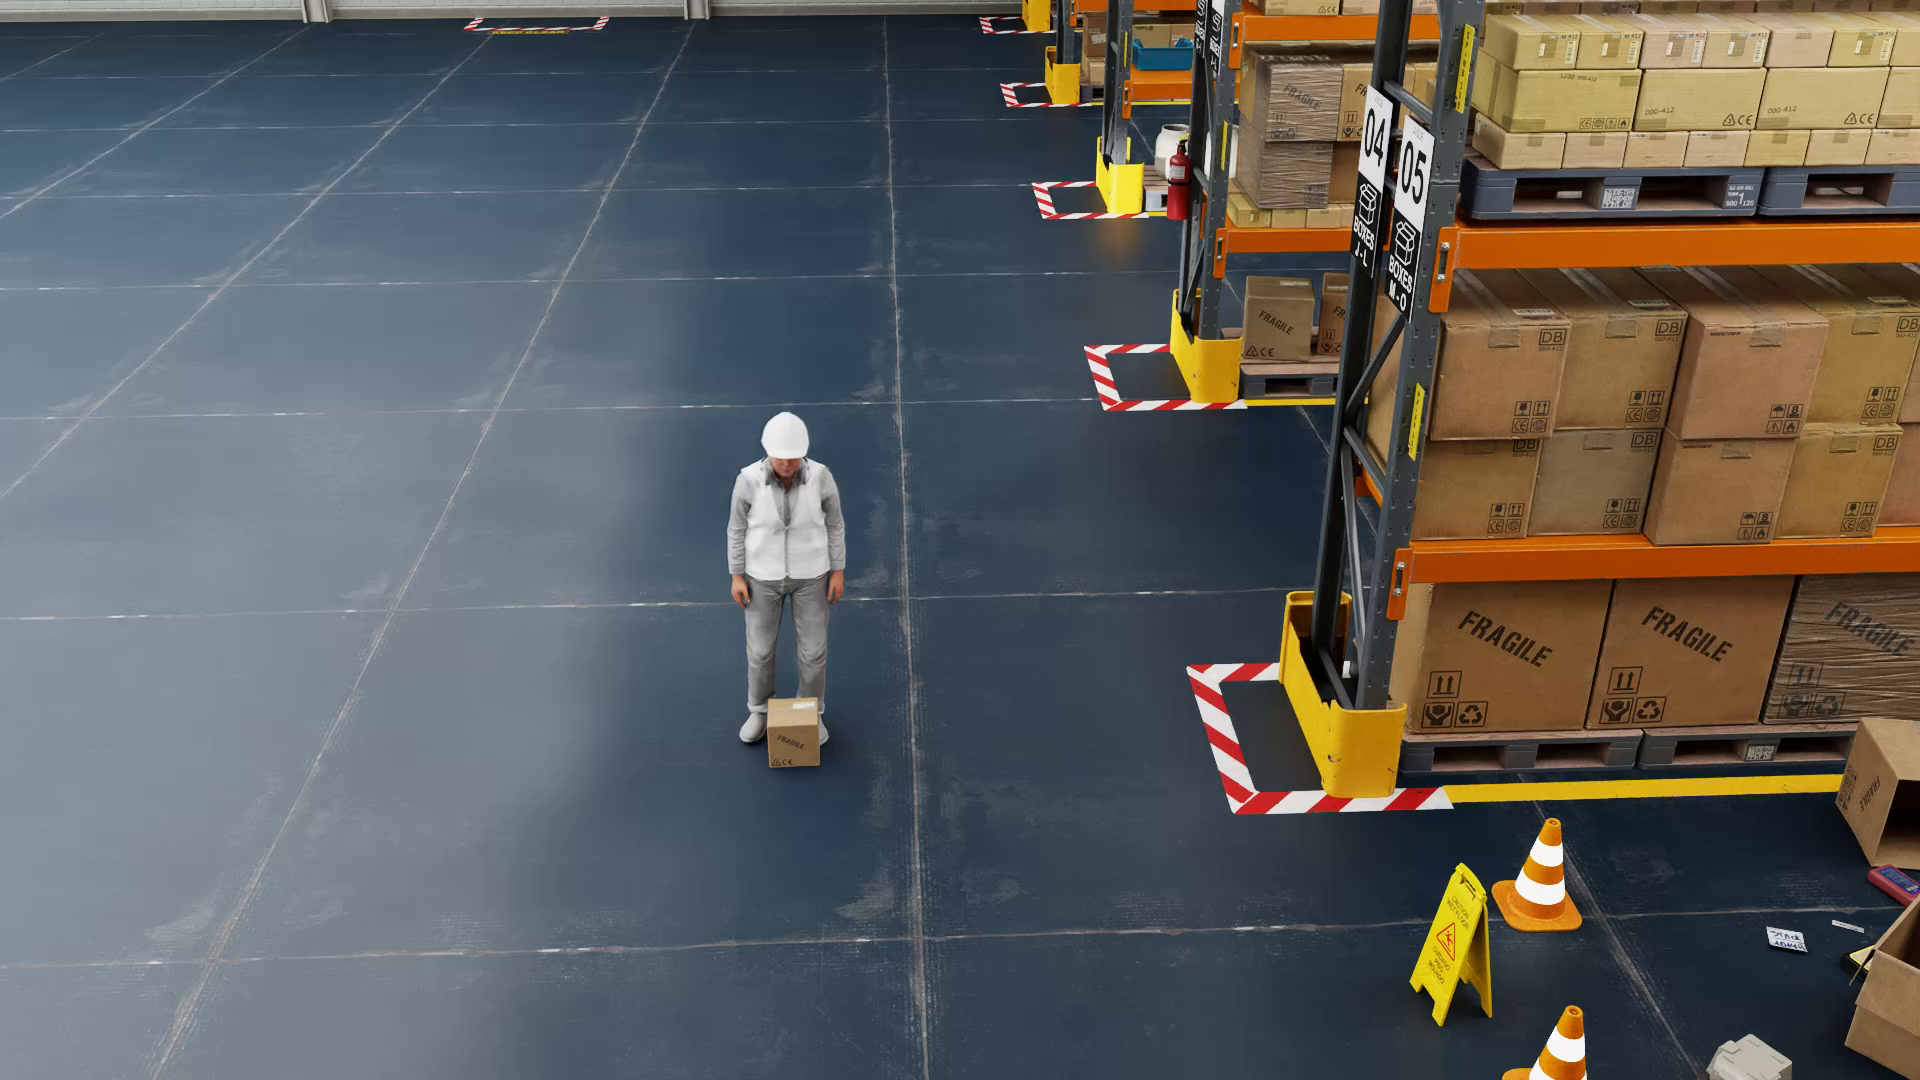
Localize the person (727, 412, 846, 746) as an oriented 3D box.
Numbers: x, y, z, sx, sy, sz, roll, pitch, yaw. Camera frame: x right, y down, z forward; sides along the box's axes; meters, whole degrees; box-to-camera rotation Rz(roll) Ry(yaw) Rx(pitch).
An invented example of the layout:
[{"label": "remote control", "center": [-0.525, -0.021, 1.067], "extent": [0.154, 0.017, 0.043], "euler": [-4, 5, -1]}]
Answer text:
[{"label": "person", "center": [-0.853, 0.176, 8.253], "extent": [0.582, 1.769, 0.476], "euler": [-3, 28, -5]}]
